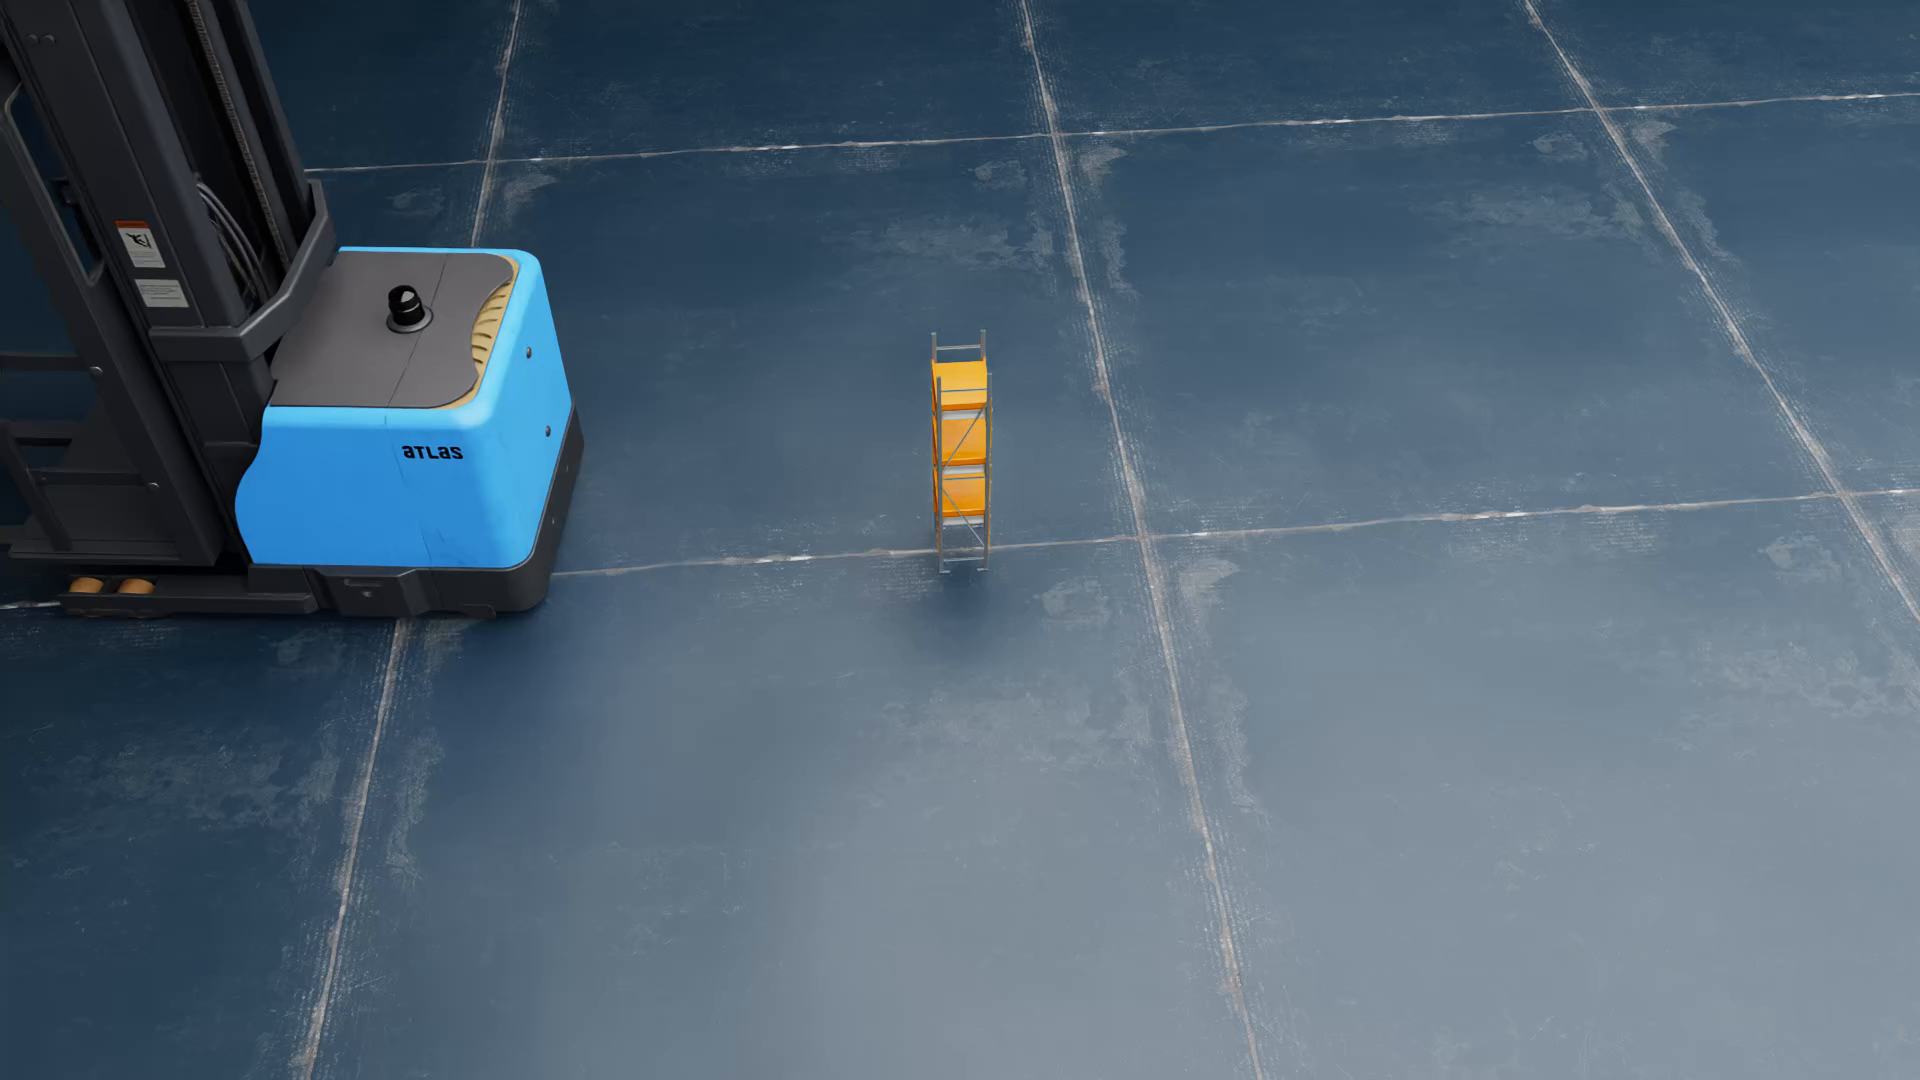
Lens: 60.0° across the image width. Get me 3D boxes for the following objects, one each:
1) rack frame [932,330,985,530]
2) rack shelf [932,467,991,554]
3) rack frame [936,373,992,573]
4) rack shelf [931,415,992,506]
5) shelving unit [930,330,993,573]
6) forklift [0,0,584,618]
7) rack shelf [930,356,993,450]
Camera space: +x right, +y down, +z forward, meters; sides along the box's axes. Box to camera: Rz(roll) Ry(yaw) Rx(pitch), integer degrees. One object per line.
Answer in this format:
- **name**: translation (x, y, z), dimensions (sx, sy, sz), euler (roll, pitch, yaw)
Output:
- **rack frame**: translation (-0.006, -0.411, 6.552), dimensions (0.200, 1.050, 0.008), euler (-3, 47, -3)
- **rack shelf**: translation (0.004, -0.124, 6.678), dimensions (0.215, 0.259, 0.240), euler (-3, 47, -3)
- **rack frame**: translation (0.015, -0.234, 6.385), dimensions (0.200, 1.050, 0.008), euler (-3, 47, -3)
- **rack shelf**: translation (0.004, -0.315, 6.476), dimensions (0.215, 0.259, 0.240), euler (-3, 47, -3)
- **shelving unit**: translation (0.004, -0.322, 6.469), dimensions (0.215, 1.050, 0.252), euler (-3, 47, -3)
- **forklift**: translation (-3.145, -1.083, 5.893), dimensions (3.031, 2.935, 1.130), euler (1, 47, 1)
- **rack shelf**: translation (0.004, -0.510, 6.270), dimensions (0.215, 0.259, 0.240), euler (-3, 47, -3)
